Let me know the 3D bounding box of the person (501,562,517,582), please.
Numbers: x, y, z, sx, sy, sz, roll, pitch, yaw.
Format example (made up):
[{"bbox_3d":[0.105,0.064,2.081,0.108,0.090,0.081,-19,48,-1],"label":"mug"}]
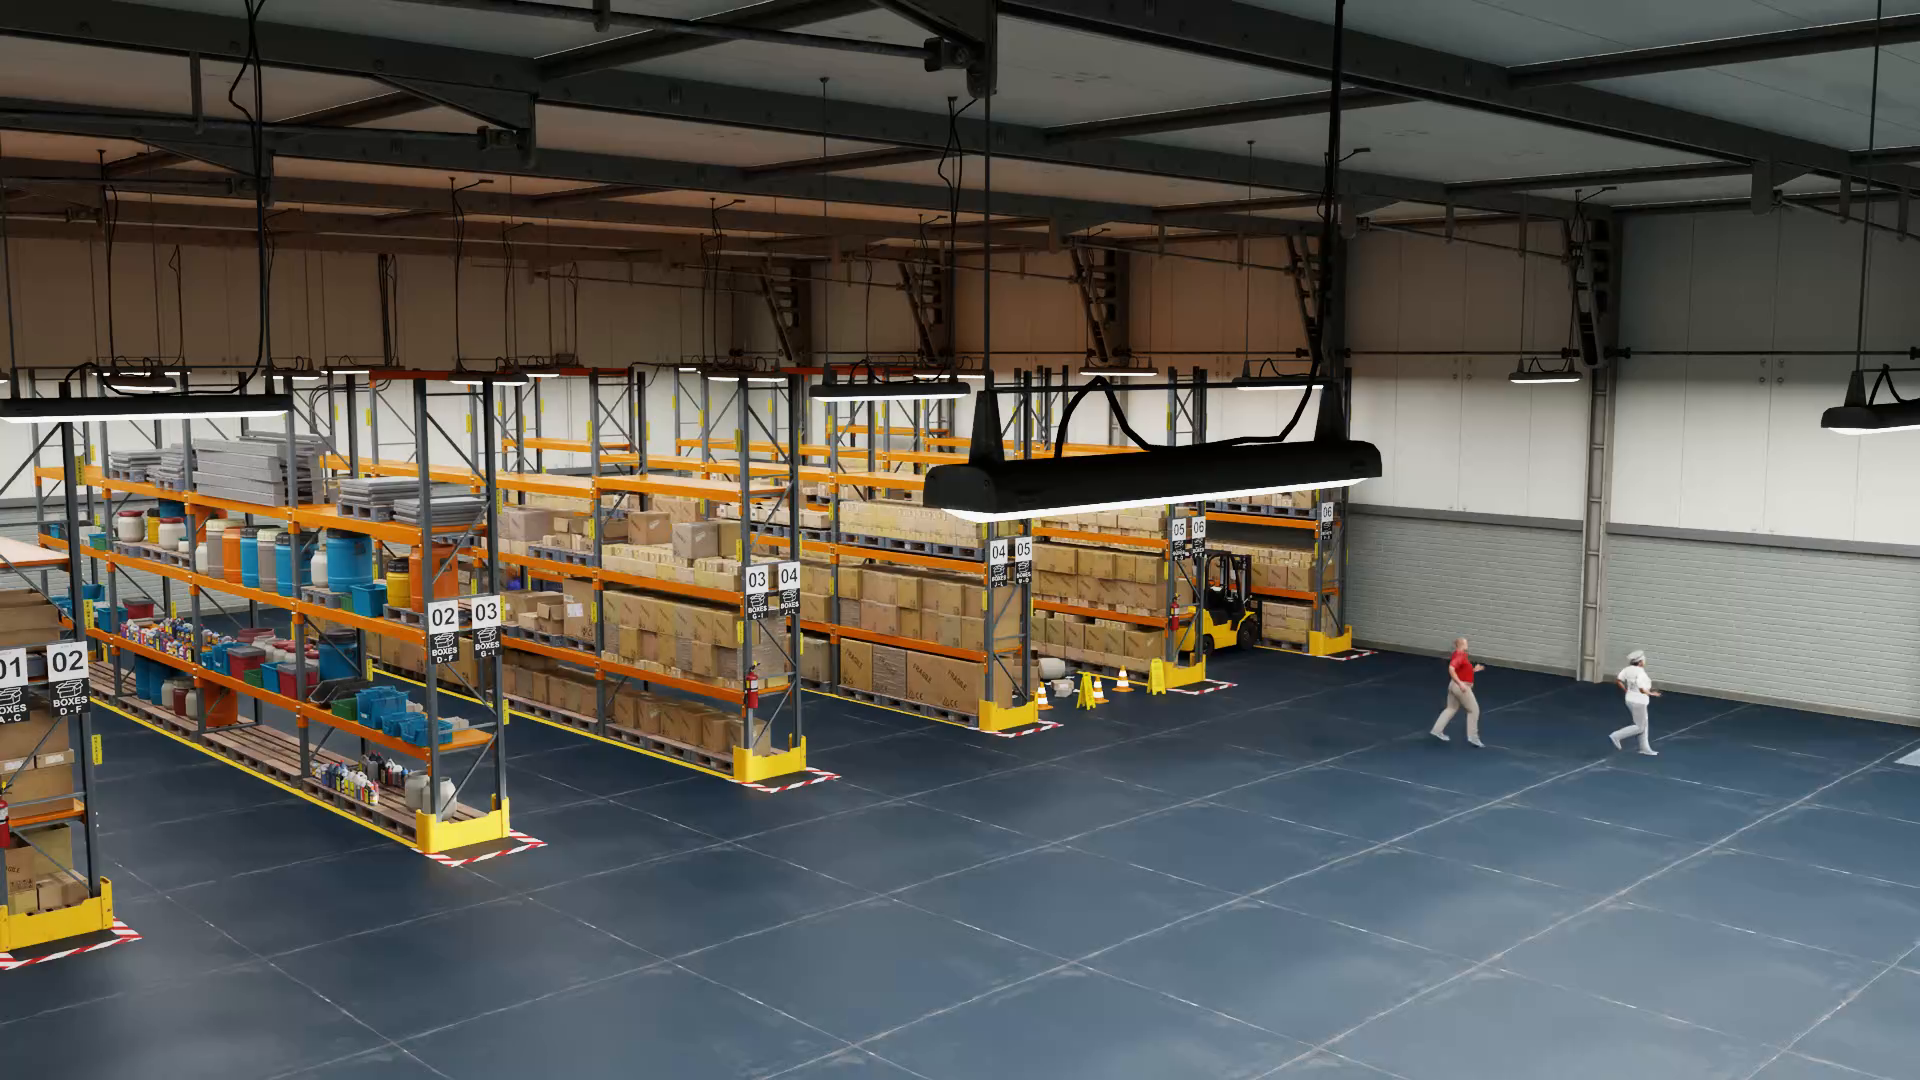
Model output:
[{"bbox_3d":[-10.946,1.045,40.671,0.680,1.425,0.602,-6,9,-43],"label":"person"}]

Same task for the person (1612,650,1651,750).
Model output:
[{"bbox_3d":[10.540,2.520,26.054,0.665,1.608,0.538,-1,6,-6],"label":"person"}]

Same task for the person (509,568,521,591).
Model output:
[{"bbox_3d":[-9.621,1.394,36.415,0.621,1.558,0.589,6,9,41],"label":"person"}]

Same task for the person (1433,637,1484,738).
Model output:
[{"bbox_3d":[8.047,2.369,26.769,0.783,1.618,0.640,0,6,-2],"label":"person"}]

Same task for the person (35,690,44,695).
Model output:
[{"bbox_3d":[-14.784,2.482,26.480,0.926,1.689,0.607,5,8,37],"label":"person"}]
